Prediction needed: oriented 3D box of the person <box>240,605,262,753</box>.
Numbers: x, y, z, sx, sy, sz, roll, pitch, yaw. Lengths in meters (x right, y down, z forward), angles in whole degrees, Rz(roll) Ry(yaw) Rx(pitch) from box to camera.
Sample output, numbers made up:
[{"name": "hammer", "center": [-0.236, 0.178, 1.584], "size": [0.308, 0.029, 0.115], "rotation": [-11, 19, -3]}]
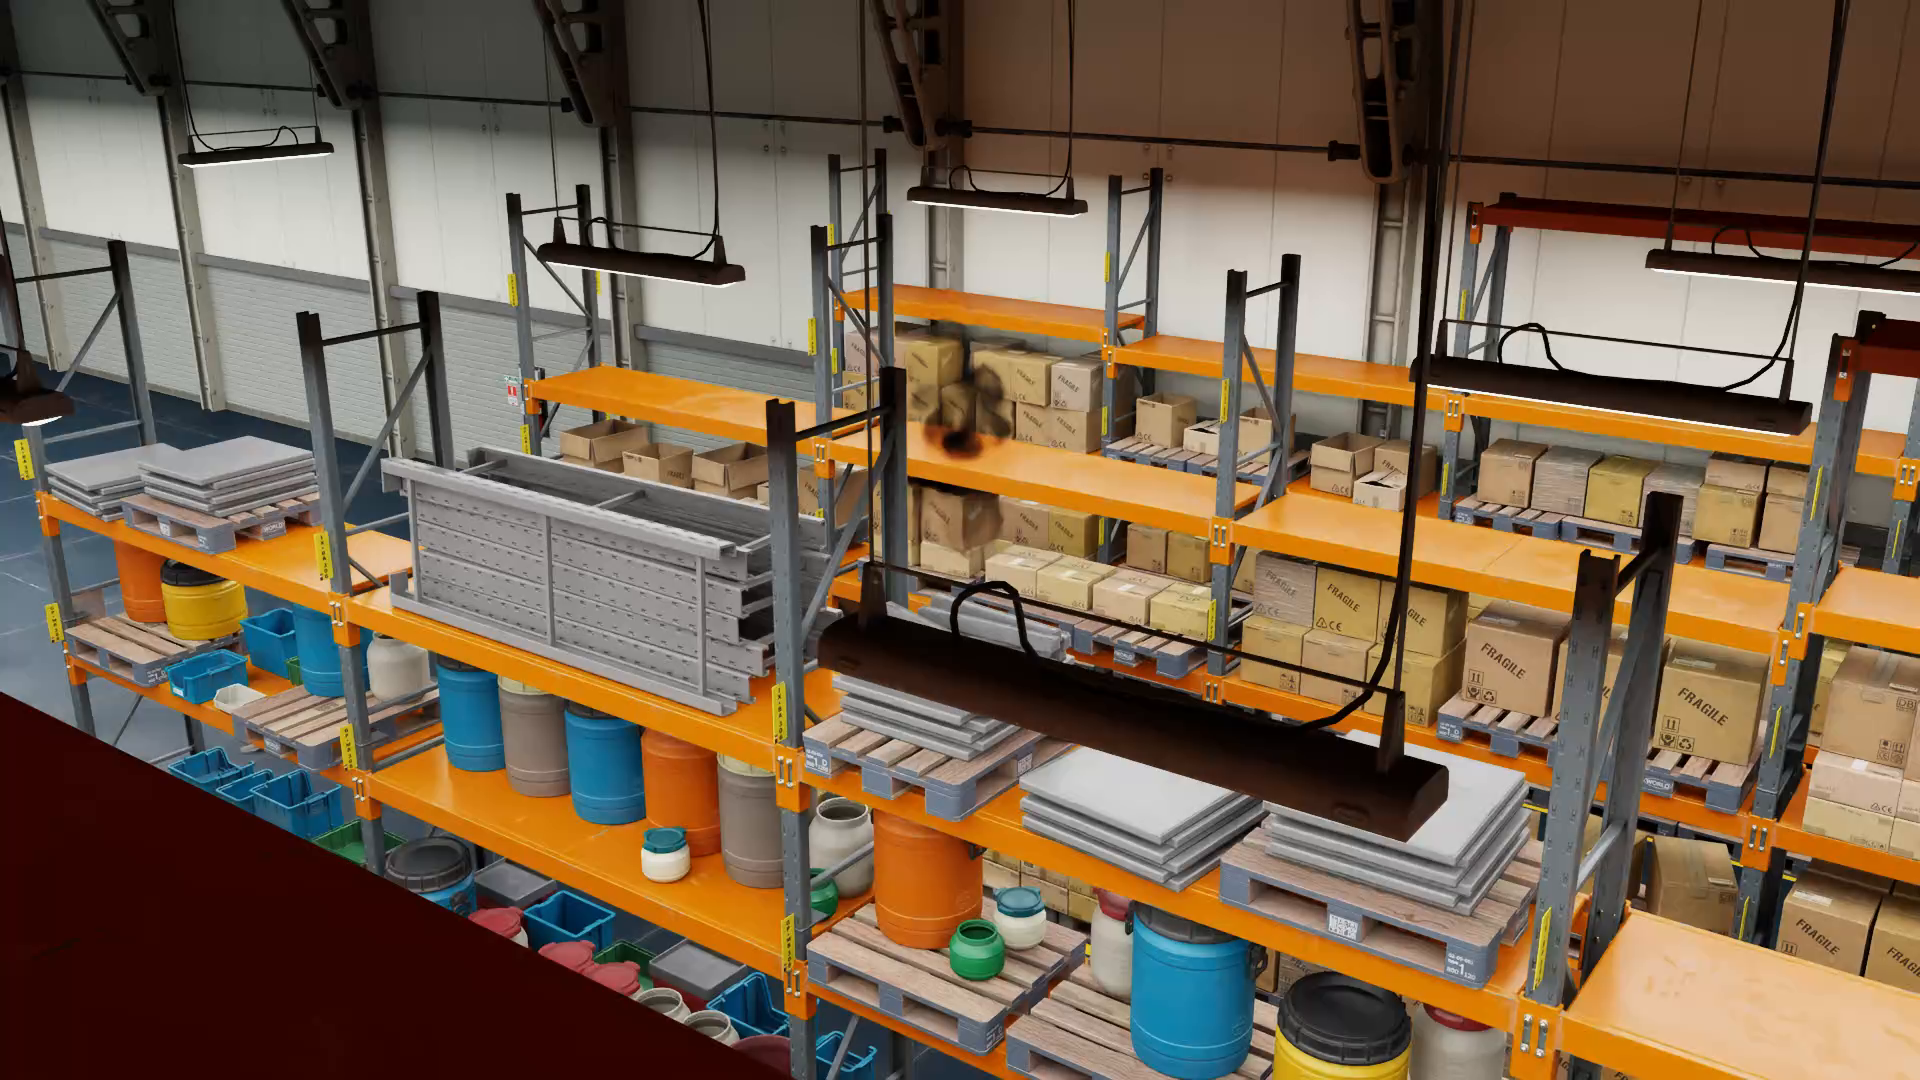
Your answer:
[{"name": "person", "center": [-7.647, 1.500, 18.011], "size": [0.564, 1.697, 0.641], "rotation": [-9, 20, -24]}]

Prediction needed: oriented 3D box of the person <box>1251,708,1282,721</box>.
[{"name": "person", "center": [2.884, 2.054, 16.198], "size": [0.580, 1.741, 0.644], "rotation": [8, 20, 24]}]
